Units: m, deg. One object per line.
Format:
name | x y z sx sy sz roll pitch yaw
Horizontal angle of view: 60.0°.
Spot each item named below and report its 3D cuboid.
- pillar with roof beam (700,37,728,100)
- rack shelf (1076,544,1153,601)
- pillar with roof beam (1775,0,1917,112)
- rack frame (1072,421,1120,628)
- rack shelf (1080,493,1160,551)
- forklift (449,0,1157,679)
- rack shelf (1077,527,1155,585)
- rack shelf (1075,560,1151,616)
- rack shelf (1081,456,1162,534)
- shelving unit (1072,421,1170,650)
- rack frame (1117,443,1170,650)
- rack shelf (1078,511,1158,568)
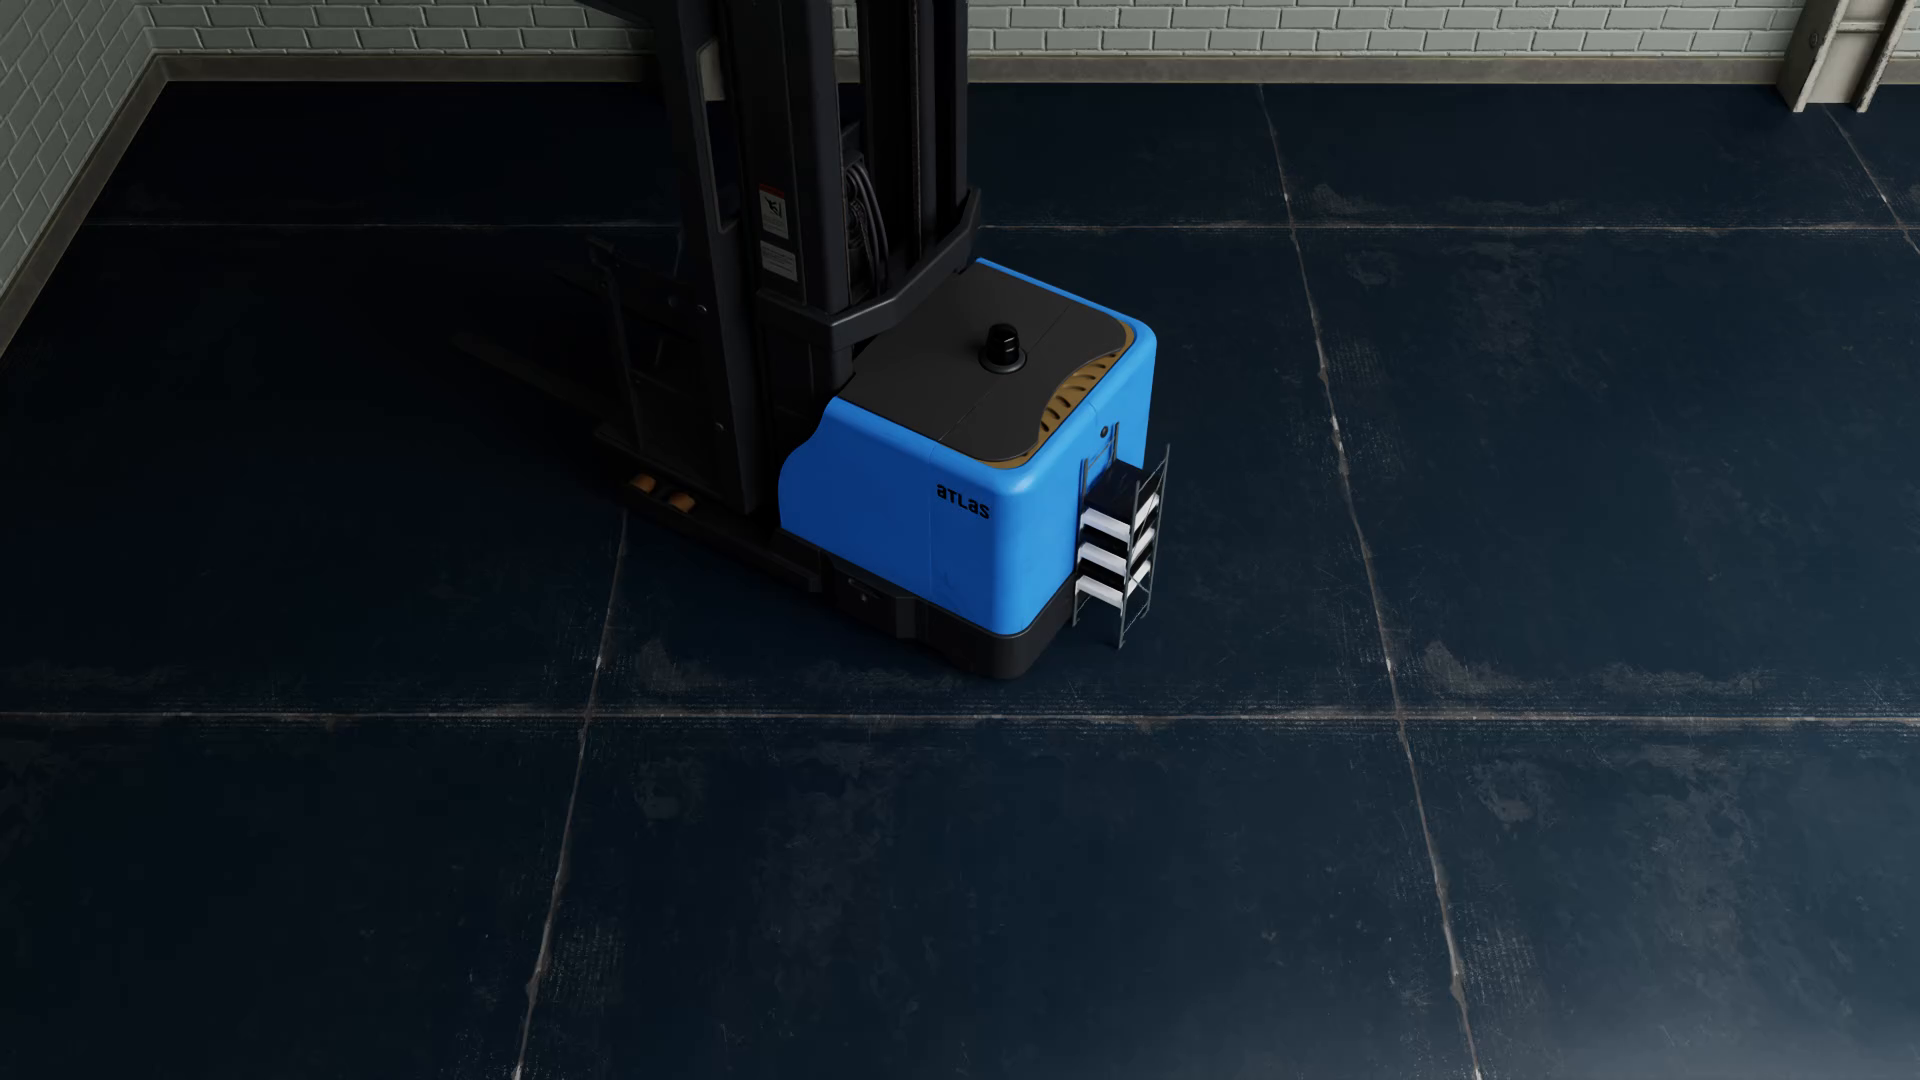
pillar with roof beam | -1.374 -2.329 2.770 0.400 9.000 9.100 0 47 0
rack shelf | 0.585 0.083 6.226 0.200 0.077 0.258 25 52 22
pillar with roof beam | 4.626 -2.313 2.755 0.400 9.000 9.100 0 47 0
rack frame | 0.500 -0.041 6.174 0.006 0.900 0.240 25 52 22
rack shelf | 0.585 -0.101 6.029 0.200 0.077 0.258 25 52 22
forklift | -0.787 -1.328 5.984 3.031 2.935 1.130 25 52 22
rack shelf | 0.585 0.022 6.160 0.200 0.077 0.258 25 52 22
rack shelf | 0.585 0.145 6.292 0.200 0.077 0.258 25 52 22
rack shelf | 0.585 -0.162 5.963 0.200 0.077 0.258 25 52 22
shelving unit | 0.585 -0.001 6.136 0.210 0.900 0.258 25 52 22
rack frame | 0.670 0.040 6.098 0.006 0.900 0.240 25 52 22
rack shelf | 0.585 -0.039 6.094 0.200 0.077 0.258 25 52 22
